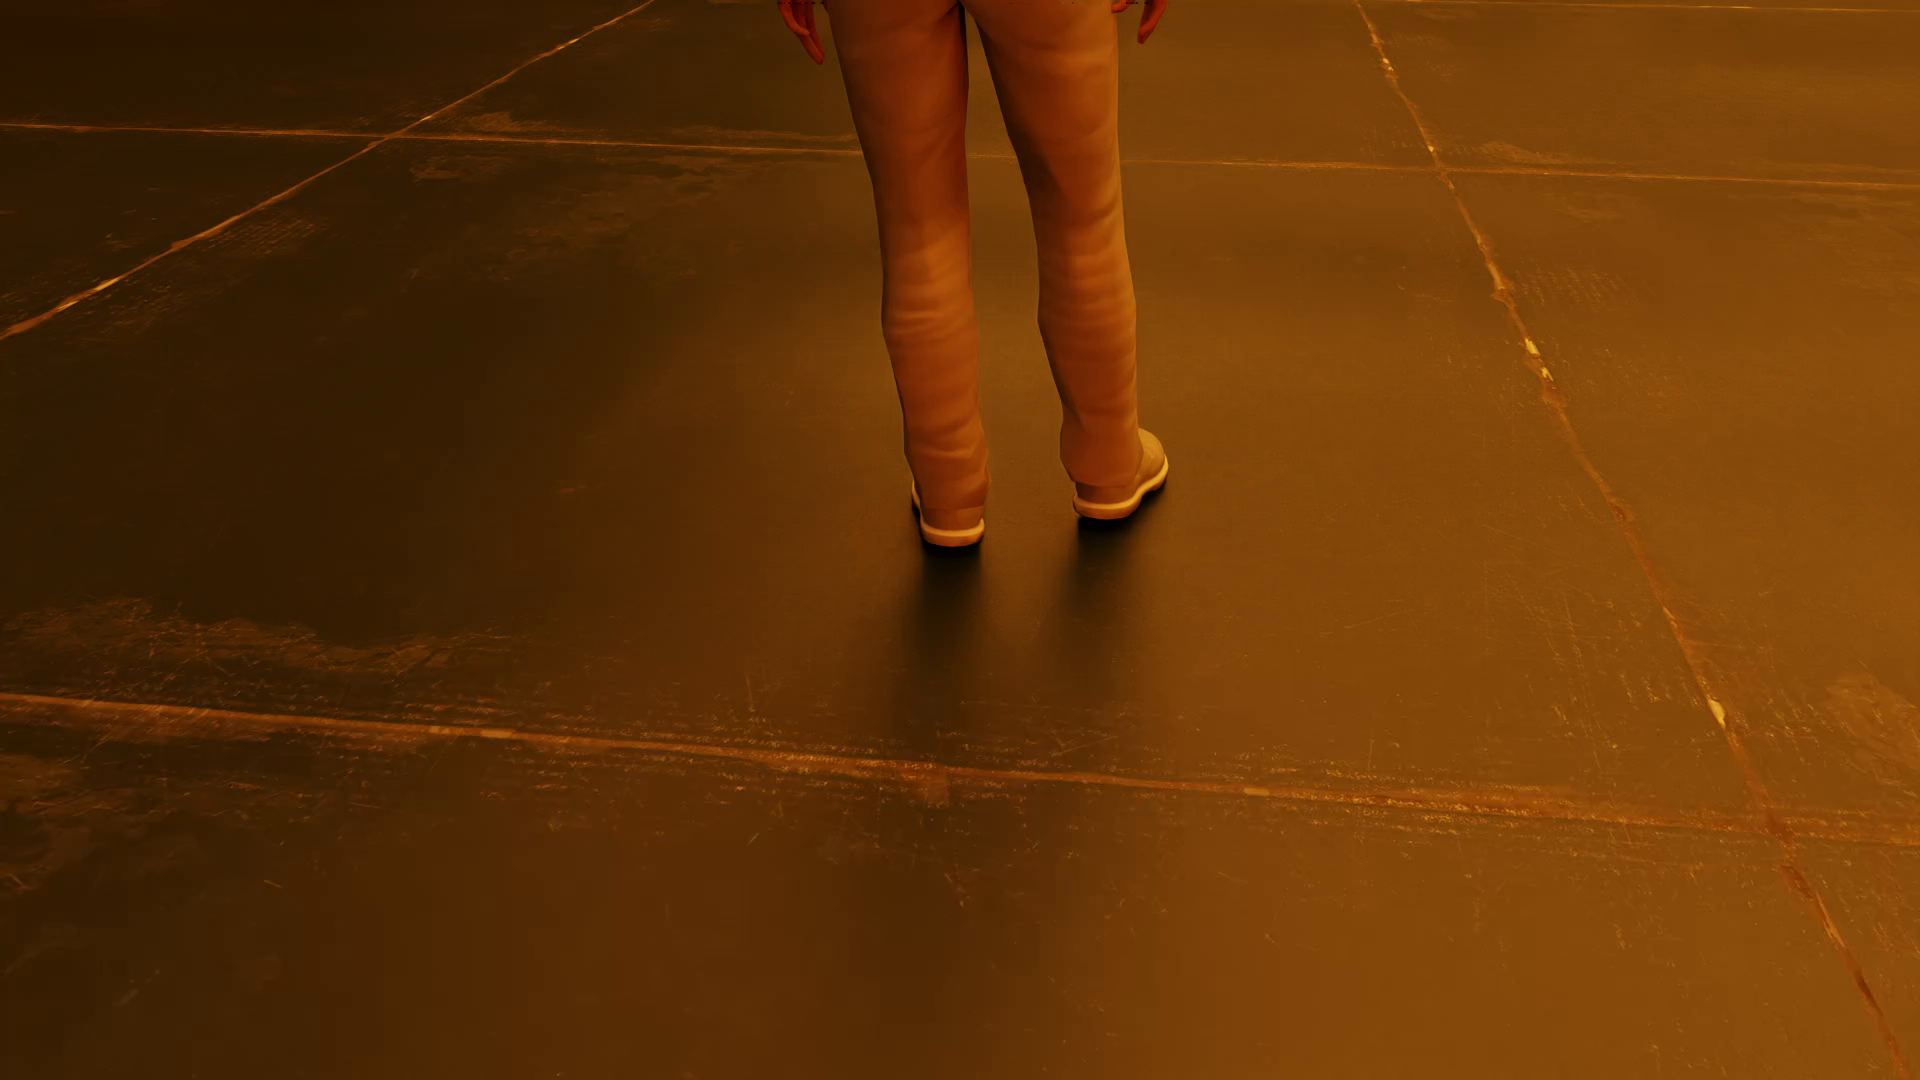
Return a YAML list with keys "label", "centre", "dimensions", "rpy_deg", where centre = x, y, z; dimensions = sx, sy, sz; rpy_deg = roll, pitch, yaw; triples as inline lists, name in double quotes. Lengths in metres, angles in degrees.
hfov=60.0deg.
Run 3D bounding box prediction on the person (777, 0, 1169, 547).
- label: "person"
  centre: [0.029, -0.797, 2.183]
  dimensions: [0.570, 1.697, 0.528]
  rpy_deg: [3, 27, 7]
